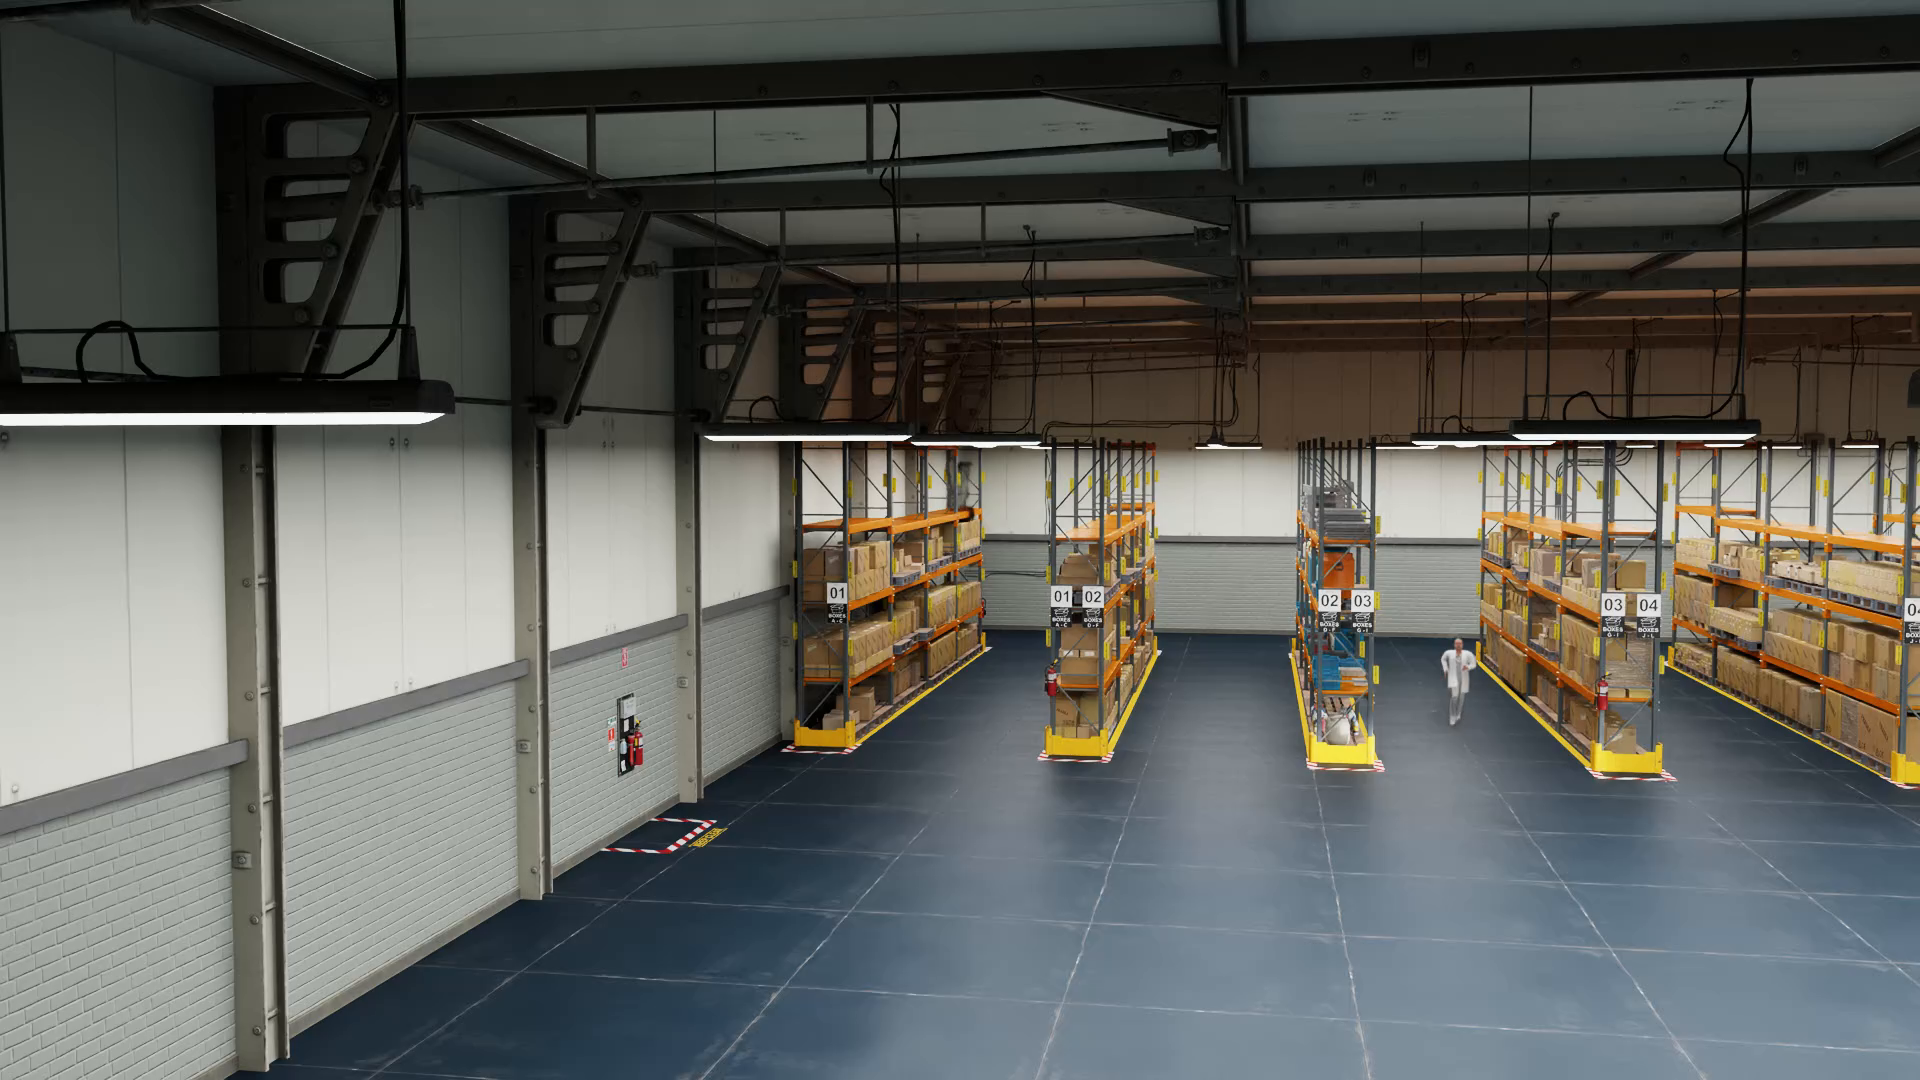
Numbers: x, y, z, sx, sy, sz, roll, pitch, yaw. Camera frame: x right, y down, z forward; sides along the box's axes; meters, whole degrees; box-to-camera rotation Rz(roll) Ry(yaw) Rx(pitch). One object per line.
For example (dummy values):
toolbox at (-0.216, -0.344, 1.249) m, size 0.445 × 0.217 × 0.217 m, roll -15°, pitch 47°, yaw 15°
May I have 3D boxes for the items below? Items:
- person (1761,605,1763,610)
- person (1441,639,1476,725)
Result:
person at (21.166, 2.572, 44.010) m, size 0.663 × 1.770 × 0.850 m, roll 0°, pitch 3°, yaw 8°
person at (10.514, 2.987, 35.075) m, size 0.665 × 1.831 × 0.813 m, roll 1°, pitch 3°, yaw 11°
